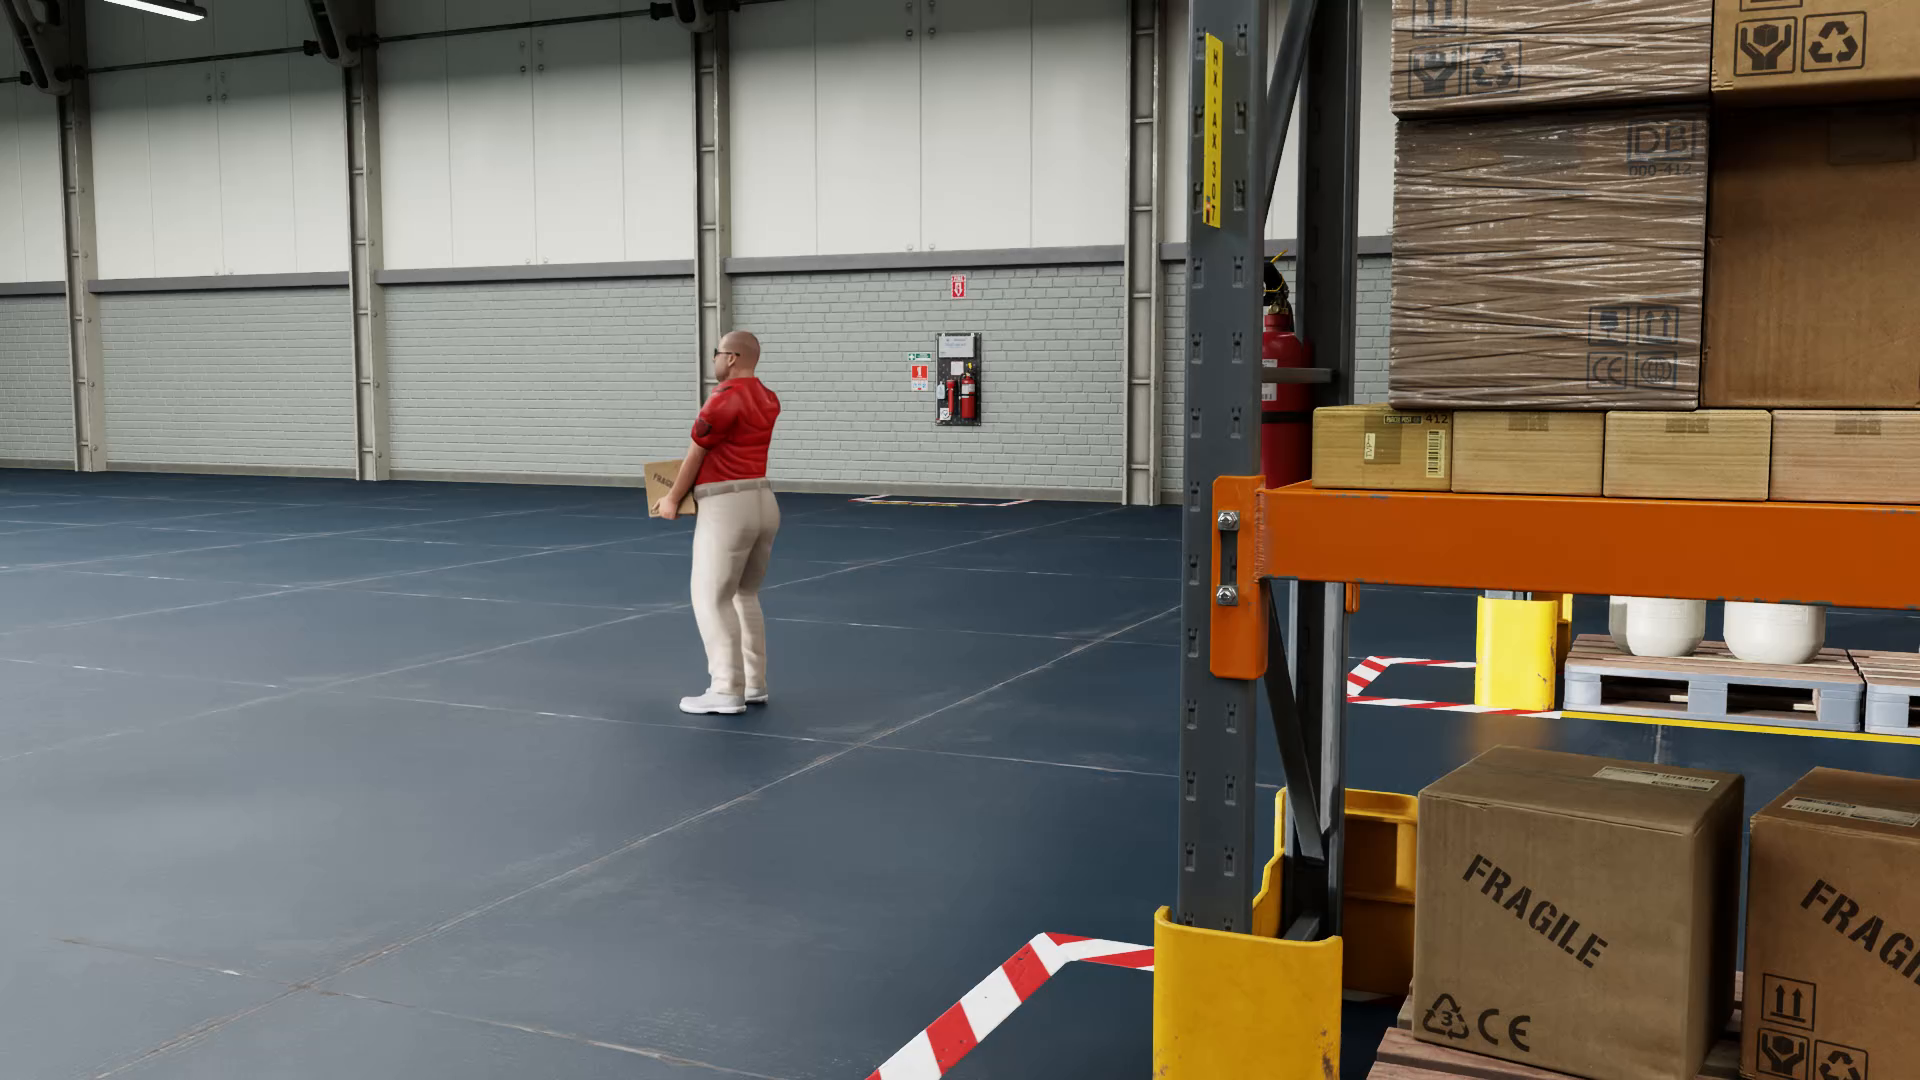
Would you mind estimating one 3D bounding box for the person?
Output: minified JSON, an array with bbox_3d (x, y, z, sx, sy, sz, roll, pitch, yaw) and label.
[{"bbox_3d":[-1.113,-0.087,7.582,0.531,1.719,0.494,3,6,24],"label":"person"}]
